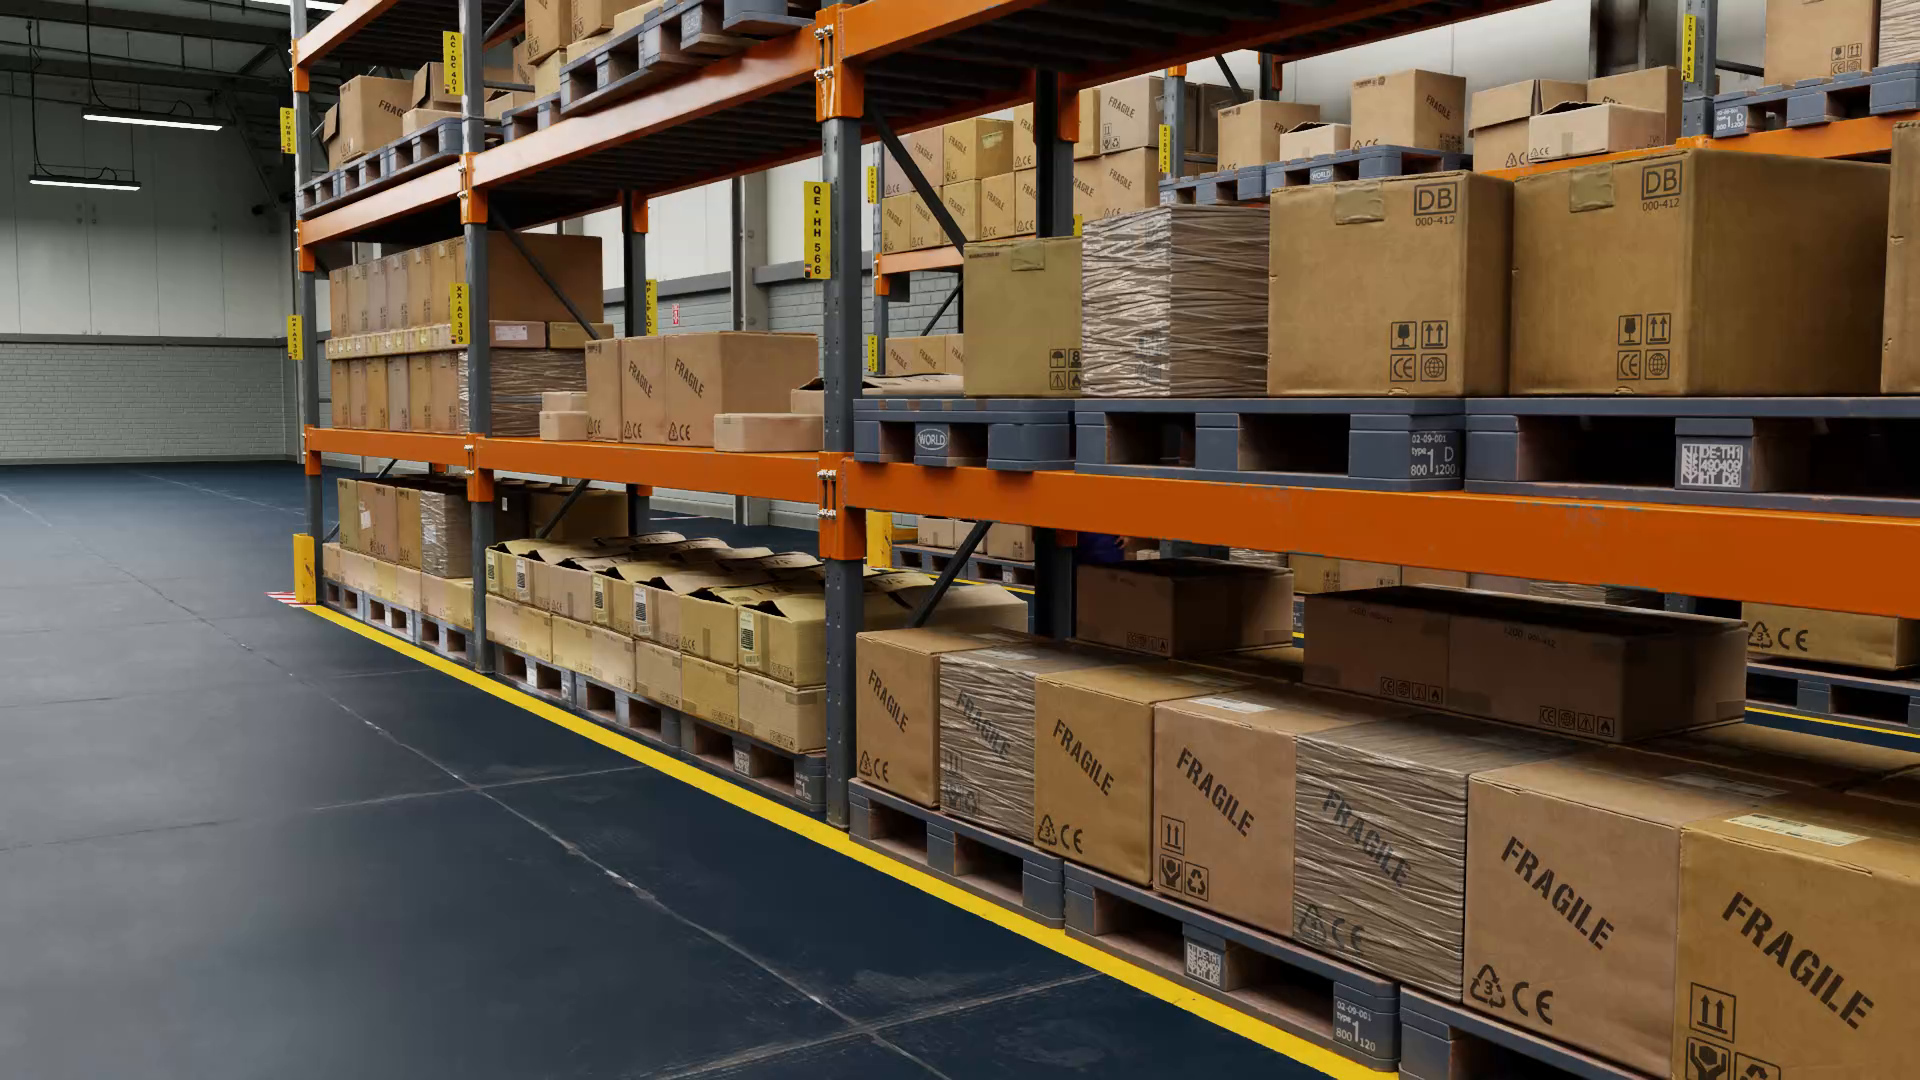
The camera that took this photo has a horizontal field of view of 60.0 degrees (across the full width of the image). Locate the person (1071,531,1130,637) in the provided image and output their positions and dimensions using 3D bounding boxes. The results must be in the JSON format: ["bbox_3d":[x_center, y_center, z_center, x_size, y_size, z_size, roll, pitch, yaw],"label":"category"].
[{"bbox_3d":[0.702,-0.074,9.015,0.362,1.653,0.562,-4,6,-36],"label":"person"}]
